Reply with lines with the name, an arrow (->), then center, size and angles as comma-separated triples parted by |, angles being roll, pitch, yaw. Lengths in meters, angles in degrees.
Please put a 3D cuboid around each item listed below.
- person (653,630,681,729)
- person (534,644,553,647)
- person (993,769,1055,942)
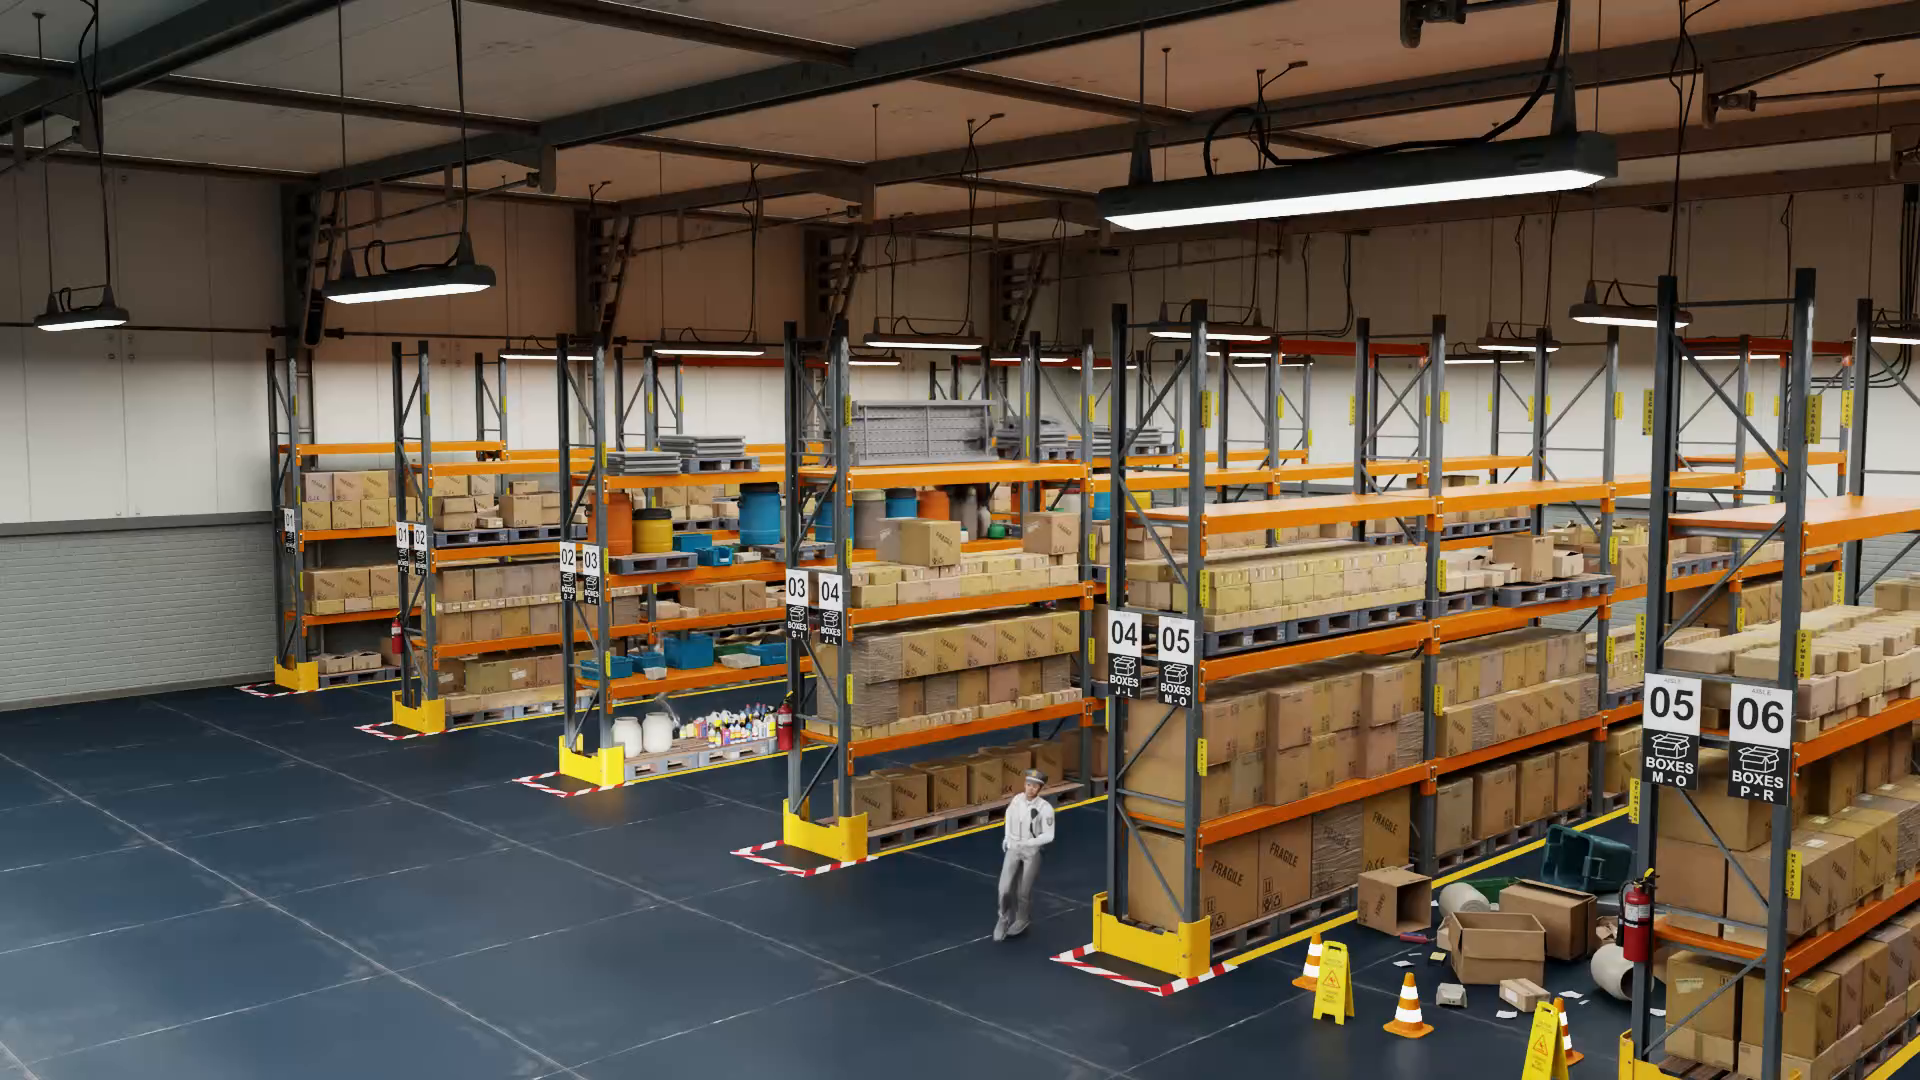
person -> -4.552, 2.163, 25.543 | 0.530, 1.575, 0.631 | 4, 6, 36
person -> -7.319, 1.804, 29.052 | 0.598, 1.669, 0.611 | 3, 6, 33
person -> 0.623, 2.982, 15.740 | 0.600, 1.681, 0.620 | 2, 5, 21
